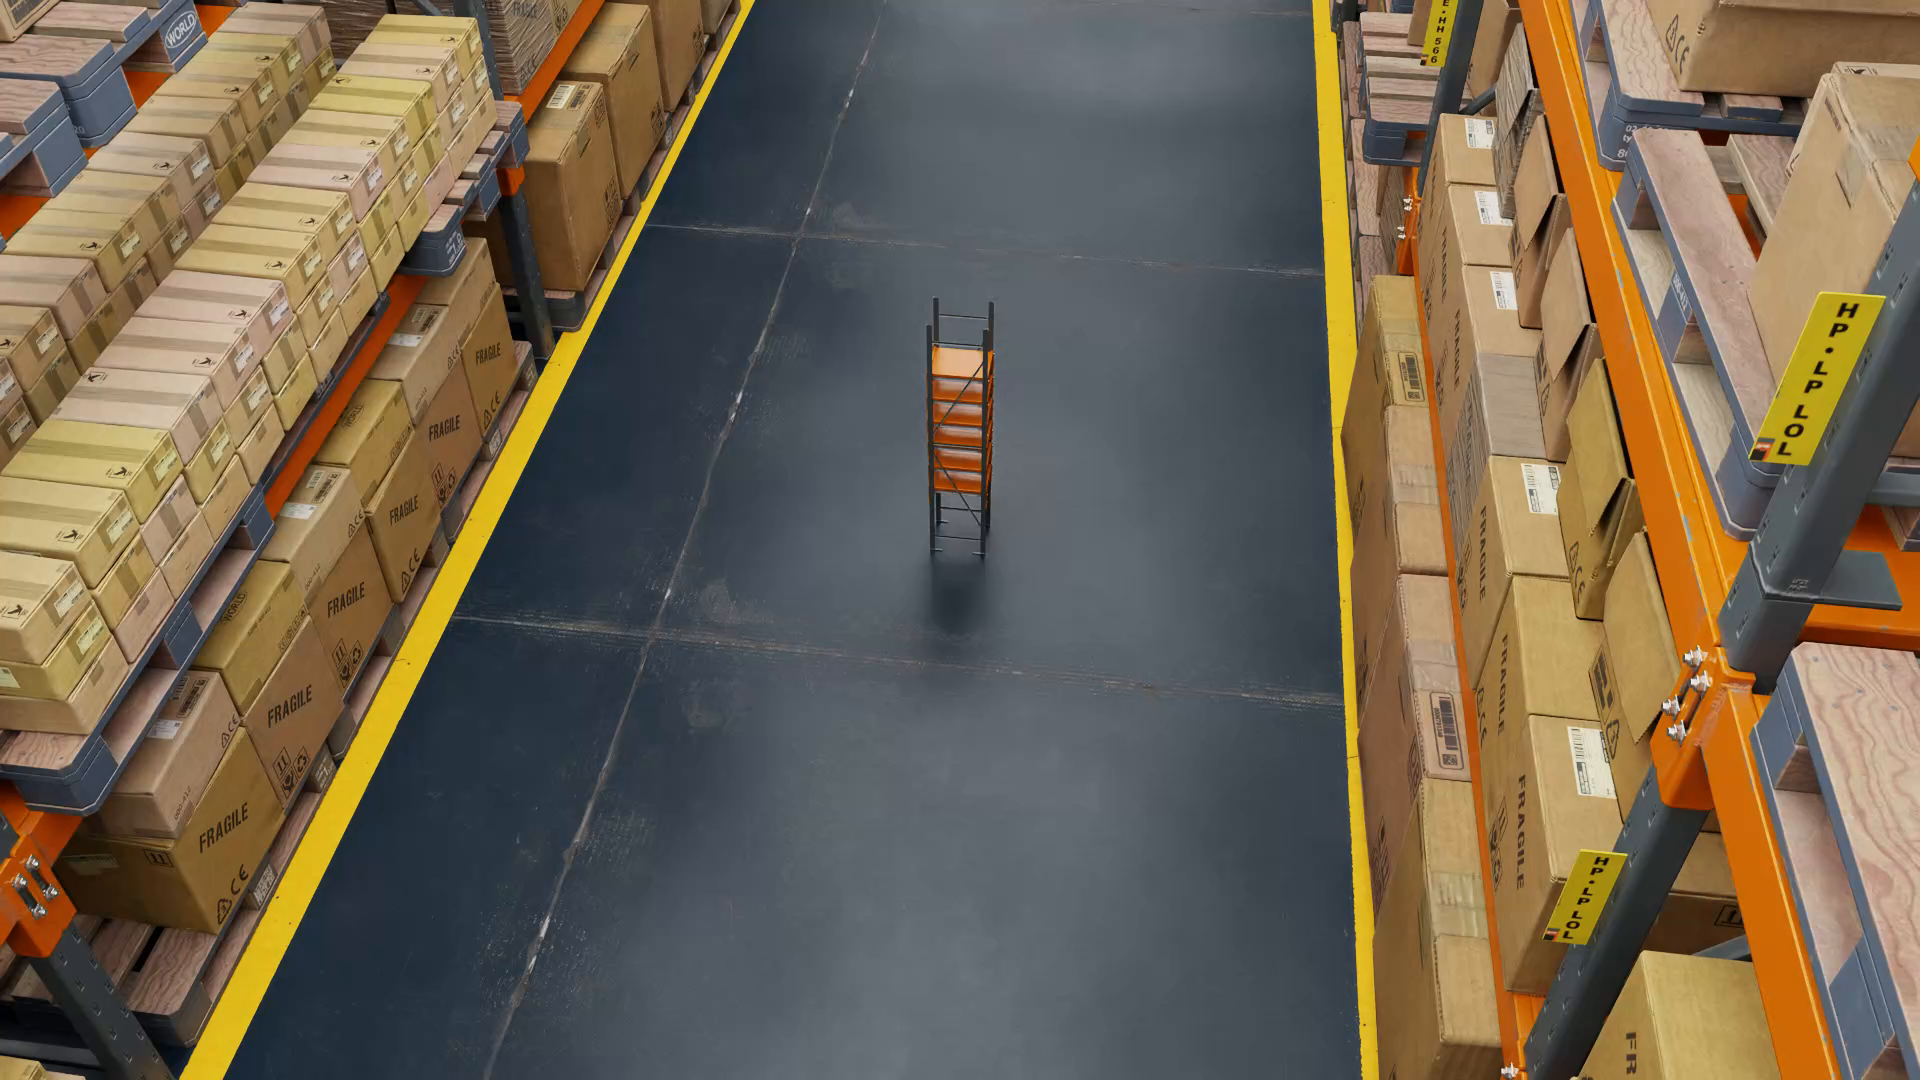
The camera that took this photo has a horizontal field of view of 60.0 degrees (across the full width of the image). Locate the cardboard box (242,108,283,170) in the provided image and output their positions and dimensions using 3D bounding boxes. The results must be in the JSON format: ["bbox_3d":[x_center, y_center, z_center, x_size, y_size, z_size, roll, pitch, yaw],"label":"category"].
[{"bbox_3d":[-2.845,-1.546,6.384,0.380,0.149,0.250,4,44,4],"label":"cardboard box"}]

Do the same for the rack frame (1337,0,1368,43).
[{"bbox_3d":[2.915,-4.261,9.591,1.000,3.000,0.127,5,44,6],"label":"rack frame"}]

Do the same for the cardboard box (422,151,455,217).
[{"bbox_3d":[-2.194,-1.394,6.440,0.380,0.149,0.250,6,44,6],"label":"cardboard box"}]

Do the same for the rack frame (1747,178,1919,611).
[{"bbox_3d":[1.858,-0.988,1.770,1.000,3.000,0.127,5,44,6],"label":"rack frame"}]

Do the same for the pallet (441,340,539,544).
[{"bbox_3d":[-2.621,-0.510,7.657,1.003,0.211,1.213,5,44,6],"label":"pallet"}]

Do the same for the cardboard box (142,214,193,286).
[{"bbox_3d":[-2.948,-1.035,5.845,0.380,0.149,0.250,5,44,5],"label":"cardboard box"}]

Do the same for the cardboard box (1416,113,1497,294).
[{"bbox_3d":[2.052,-1.265,6.354,0.500,0.500,0.500,6,44,7],"label":"cardboard box"}]

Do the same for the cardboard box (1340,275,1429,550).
[{"bbox_3d":[2.274,-0.448,6.803,1.225,0.875,0.875,3,44,4],"label":"cardboard box"}]

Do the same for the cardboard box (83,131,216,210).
[{"bbox_3d":[-2.909,-1.320,5.929,0.380,0.149,0.250,7,44,7],"label":"cardboard box"}]

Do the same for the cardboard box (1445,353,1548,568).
[{"bbox_3d":[1.854,-0.223,5.254,0.500,0.500,0.500,5,44,6],"label":"cardboard box"}]

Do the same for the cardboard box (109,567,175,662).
[{"bbox_3d":[-2.507,0.194,4.763,0.380,0.149,0.250,6,44,6],"label":"cardboard box"}]

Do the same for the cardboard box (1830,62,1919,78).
[{"bbox_3d":[2.203,-0.961,3.801,0.380,0.149,0.250,4,44,4],"label":"cardboard box"}]

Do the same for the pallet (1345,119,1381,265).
[{"bbox_3d":[2.655,-1.884,9.109,1.003,0.211,1.213,5,44,6],"label":"pallet"}]

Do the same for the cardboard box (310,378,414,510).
[{"bbox_3d":[-2.486,-0.392,6.472,0.500,0.250,0.500,6,44,6],"label":"cardboard box"}]

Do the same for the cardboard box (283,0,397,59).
[{"bbox_3d":[-2.723,-2.423,7.576,0.500,0.500,0.500,5,44,6],"label":"cardboard box"}]

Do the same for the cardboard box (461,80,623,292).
[{"bbox_3d":[-2.347,-1.797,8.320,1.050,0.750,0.750,5,44,5],"label":"cardboard box"}]

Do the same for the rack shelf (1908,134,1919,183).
[{"bbox_3d":[2.122,-1.944,3.595,1.077,0.370,4.000,5,44,6],"label":"rack shelf"}]

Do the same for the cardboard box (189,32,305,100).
[{"bbox_3d":[-2.803,-1.851,6.491,0.380,0.149,0.250,4,44,4],"label":"cardboard box"}]

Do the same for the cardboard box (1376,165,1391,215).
[{"bbox_3d":[2.584,-2.012,8.713,0.700,0.500,0.500,9,44,9],"label":"cardboard box"}]

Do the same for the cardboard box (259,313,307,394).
[{"bbox_3d":[-2.369,-0.619,5.406,0.380,0.149,0.250,5,44,5],"label":"cardboard box"}]

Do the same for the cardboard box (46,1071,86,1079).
[{"bbox_3d":[-2.772,1.689,4.858,0.380,0.149,0.250,6,44,6],"label":"cardboard box"}]

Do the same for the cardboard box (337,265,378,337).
[{"bbox_3d":[-2.301,-0.865,5.881,0.380,0.149,0.250,6,44,7],"label":"cardboard box"}]

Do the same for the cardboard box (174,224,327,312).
[{"bbox_3d":[-2.335,-0.898,5.484,0.380,0.149,0.250,6,44,7],"label":"cardboard box"}]

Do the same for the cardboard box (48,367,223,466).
[{"bbox_3d":[-2.435,-0.368,4.924,0.380,0.149,0.250,5,44,5],"label":"cardboard box"}]

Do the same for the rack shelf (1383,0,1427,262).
[{"bbox_3d":[2.651,-2.637,8.399,1.077,0.370,4.000,5,44,6],"label":"rack shelf"}]

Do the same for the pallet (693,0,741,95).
[{"bbox_3d":[-2.015,-3.236,10.536,1.003,0.211,1.213,5,44,6],"label":"pallet"}]

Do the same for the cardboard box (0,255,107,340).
[{"bbox_3d":[-3.013,-0.786,5.365,0.380,0.149,0.250,3,44,4],"label":"cardboard box"}]

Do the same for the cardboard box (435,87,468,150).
[{"bbox_3d":[-2.164,-1.664,6.509,0.380,0.149,0.250,7,44,7],"label":"cardboard box"}]

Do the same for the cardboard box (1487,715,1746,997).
[{"bbox_3d":[1.649,0.811,4.161,0.500,0.500,0.500,5,44,6],"label":"cardboard box"}]

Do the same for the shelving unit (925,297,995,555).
[{"bbox_3d":[0.002,-0.446,6.870,0.258,1.200,0.189,5,44,6],"label":"shelving unit"}]

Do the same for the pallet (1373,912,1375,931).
[{"bbox_3d":[1.885,1.671,5.354,1.003,0.211,1.213,5,44,6],"label":"pallet"}]

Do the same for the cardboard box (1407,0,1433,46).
[{"bbox_3d":[2.393,-2.485,7.337,0.700,0.500,0.500,11,45,12],"label":"cardboard box"}]

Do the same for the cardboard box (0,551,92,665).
[{"bbox_3d":[-2.538,0.167,4.359,0.380,0.149,0.250,7,44,8],"label":"cardboard box"}]

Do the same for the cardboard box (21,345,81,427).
[{"bbox_3d":[-3.052,-0.500,5.279,0.380,0.149,0.250,3,44,3],"label":"cardboard box"}]

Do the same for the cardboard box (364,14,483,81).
[{"bbox_3d":[-2.127,-1.957,6.601,0.380,0.149,0.250,4,44,4],"label":"cardboard box"}]

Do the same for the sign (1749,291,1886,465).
[{"bbox_3d":[1.318,-0.243,2.561,0.100,0.325,0.005,5,44,6],"label":"sign"}]

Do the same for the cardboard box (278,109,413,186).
[{"bbox_3d":[-2.229,-1.425,6.040,0.380,0.149,0.250,6,44,7],"label":"cardboard box"}]

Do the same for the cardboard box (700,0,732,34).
[{"bbox_3d":[-1.981,-3.685,10.314,1.050,0.750,0.750,5,44,5],"label":"cardboard box"}]

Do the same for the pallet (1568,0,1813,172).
[{"bbox_3d":[2.209,-1.350,4.472,1.003,0.211,1.213,7,44,7],"label":"pallet"}]

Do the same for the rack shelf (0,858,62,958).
[{"bbox_3d":[-3.310,2.295,3.190,1.077,0.370,4.000,5,44,6],"label":"rack shelf"}]

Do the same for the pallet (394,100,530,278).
[{"bbox_3d":[-2.505,-1.490,6.804,1.213,0.211,1.003,5,44,6],"label":"pallet"}]

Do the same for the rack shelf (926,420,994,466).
[{"bbox_3d":[0.002,-0.413,6.901,0.258,0.103,0.180,5,44,6],"label":"rack shelf"}]

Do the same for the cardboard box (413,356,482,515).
[{"bbox_3d":[-2.417,-0.474,7.104,0.500,0.500,0.500,7,44,7],"label":"cardboard box"}]

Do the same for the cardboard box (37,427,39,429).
[{"bbox_3d":[-3.056,-0.386,5.376,0.380,0.149,0.250,4,44,4],"label":"cardboard box"}]

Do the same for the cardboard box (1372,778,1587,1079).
[{"bbox_3d":[1.922,1.372,4.882,1.225,0.875,0.875,5,44,6],"label":"cardboard box"}]

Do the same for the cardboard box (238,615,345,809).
[{"bbox_3d":[-2.617,0.586,5.984,0.500,0.500,0.500,7,44,7],"label":"cardboard box"}]

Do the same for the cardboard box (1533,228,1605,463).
[{"bbox_3d":[2.103,-0.537,4.856,0.797,0.503,0.637,7,44,7],"label":"cardboard box"}]

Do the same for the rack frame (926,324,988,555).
[{"bbox_3d":[-0.010,-0.383,6.804,0.240,1.200,0.006,5,44,6],"label":"rack frame"}]

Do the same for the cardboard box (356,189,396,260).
[{"bbox_3d":[-2.265,-1.145,5.960,0.380,0.149,0.250,5,44,5],"label":"cardboard box"}]

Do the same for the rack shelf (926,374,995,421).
[{"bbox_3d":[0.002,-0.588,6.736,0.258,0.103,0.180,5,44,6],"label":"rack shelf"}]

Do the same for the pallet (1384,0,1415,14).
[{"bbox_3d":[2.607,-2.818,8.207,1.003,0.211,1.213,5,44,6],"label":"pallet"}]

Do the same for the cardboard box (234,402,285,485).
[{"bbox_3d":[-2.402,-0.321,5.307,0.380,0.149,0.250,3,44,4],"label":"cardboard box"}]

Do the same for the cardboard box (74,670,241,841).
[{"bbox_3d":[-2.686,0.674,5.345,0.500,0.250,0.500,3,44,4],"label":"cardboard box"}]

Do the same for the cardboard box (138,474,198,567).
[{"bbox_3d":[-2.472,-0.078,4.833,0.380,0.149,0.250,6,44,7],"label":"cardboard box"}]
